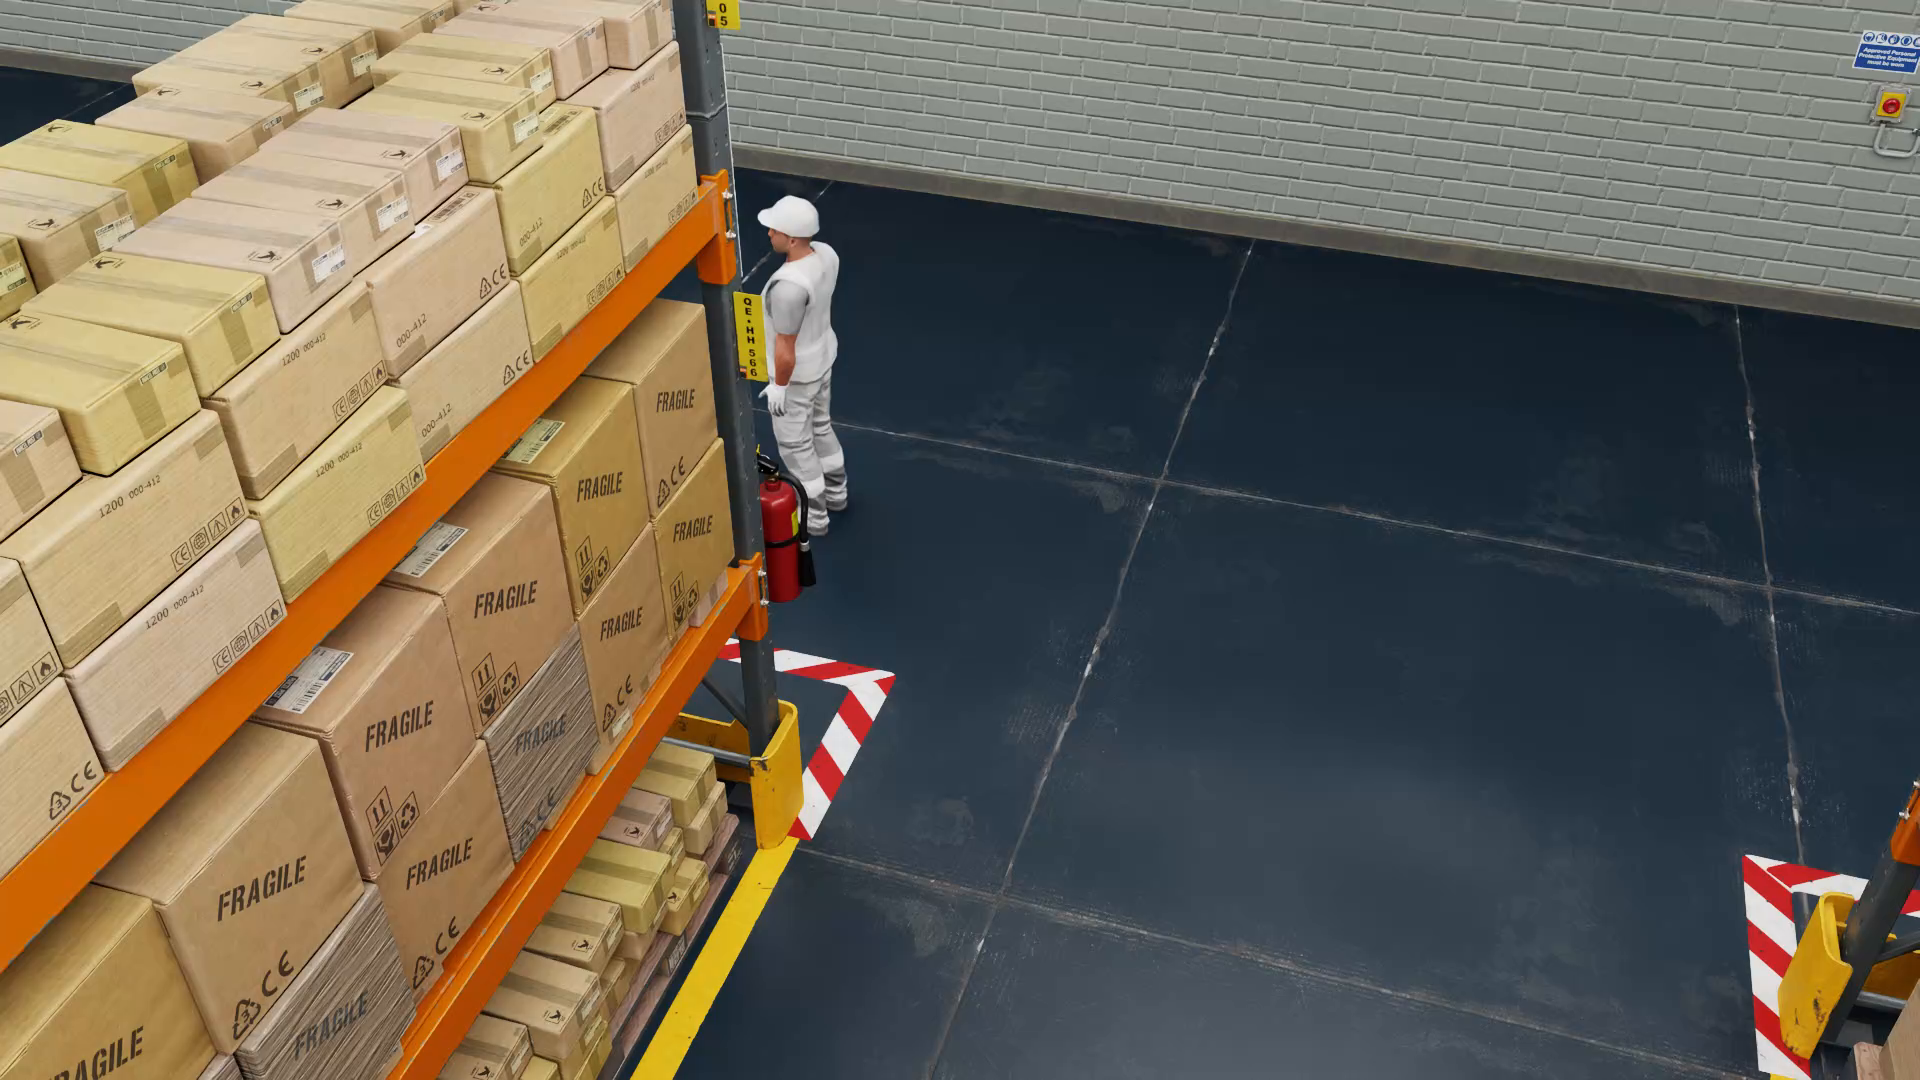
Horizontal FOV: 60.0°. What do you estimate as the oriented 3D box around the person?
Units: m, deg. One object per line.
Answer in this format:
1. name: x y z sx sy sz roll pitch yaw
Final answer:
1. person: -0.764 -0.818 7.975 0.335 1.794 0.524 11 38 15
